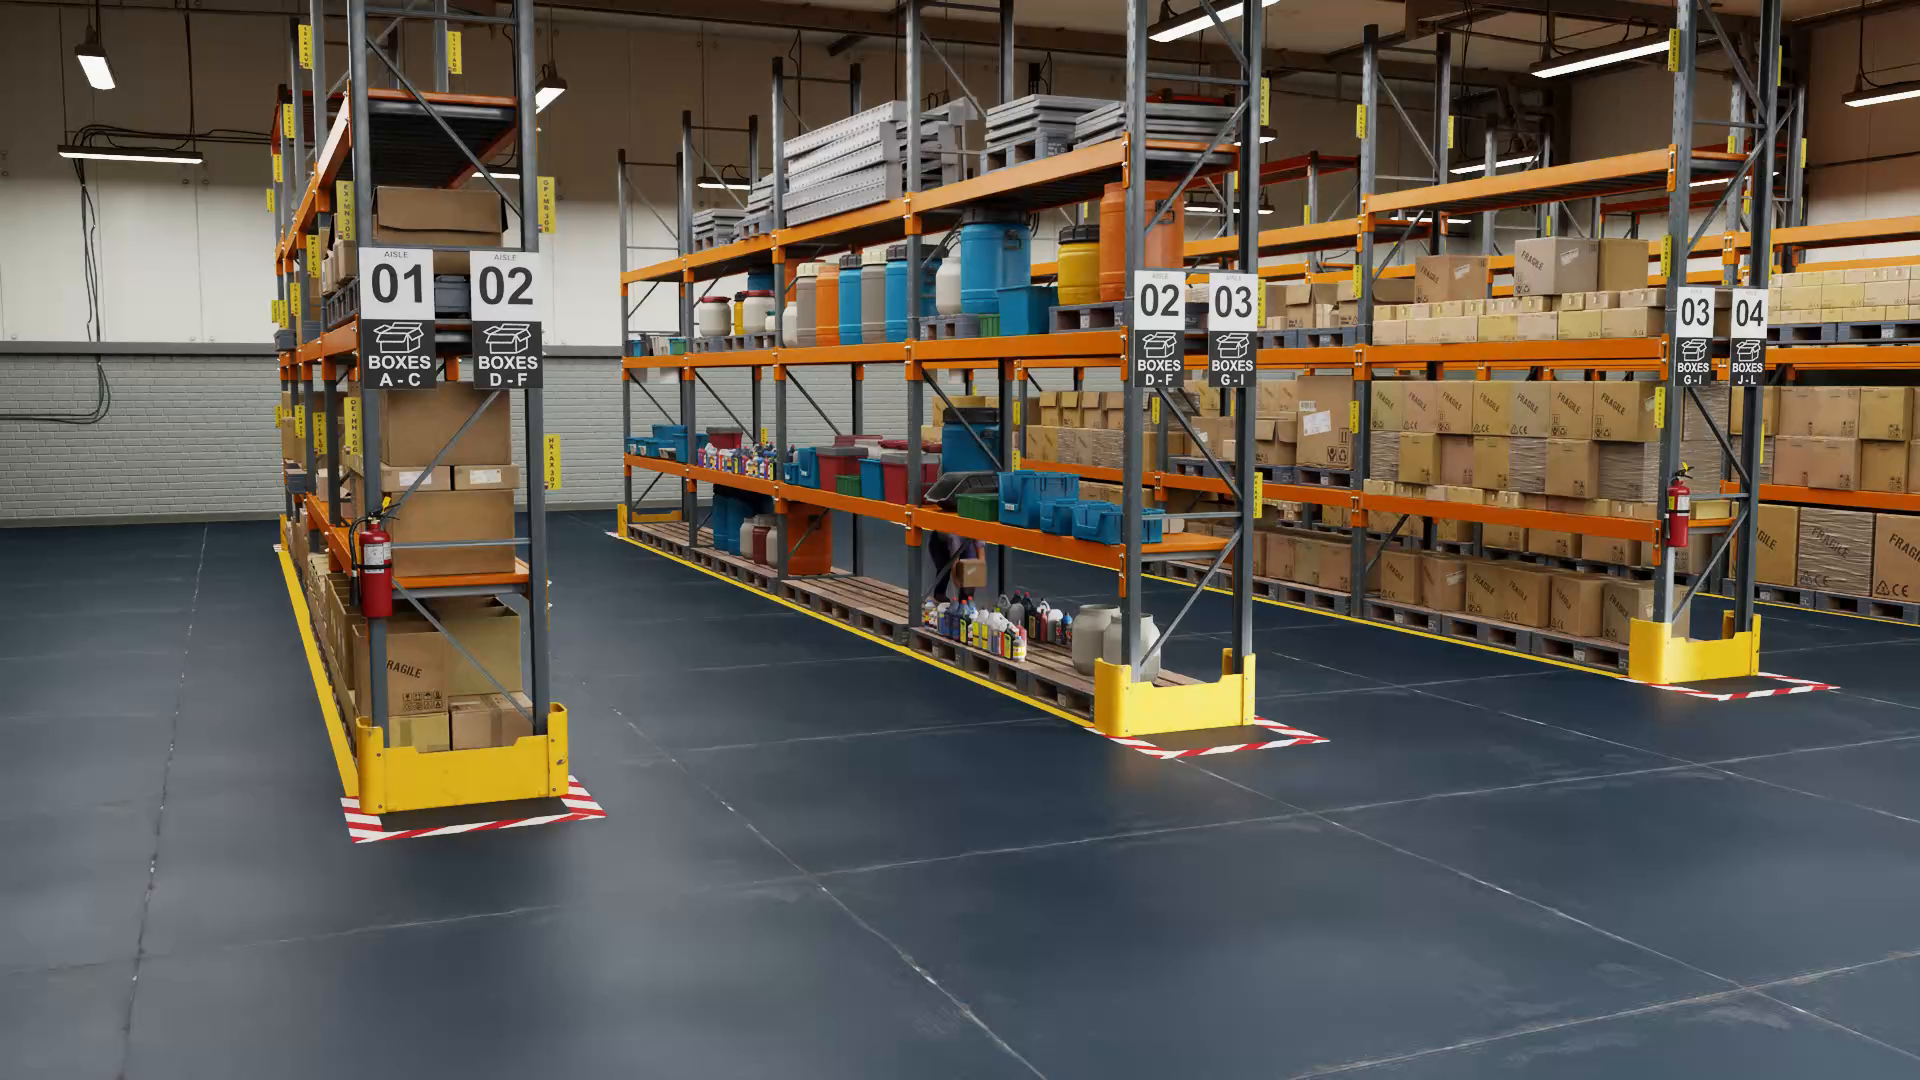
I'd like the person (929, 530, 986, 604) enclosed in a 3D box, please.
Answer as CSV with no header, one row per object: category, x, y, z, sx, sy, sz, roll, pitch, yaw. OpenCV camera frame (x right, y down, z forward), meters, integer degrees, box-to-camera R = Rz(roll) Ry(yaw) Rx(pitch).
person,-0.012,0.245,16.880,0.513,1.199,0.857,-3,6,-26
